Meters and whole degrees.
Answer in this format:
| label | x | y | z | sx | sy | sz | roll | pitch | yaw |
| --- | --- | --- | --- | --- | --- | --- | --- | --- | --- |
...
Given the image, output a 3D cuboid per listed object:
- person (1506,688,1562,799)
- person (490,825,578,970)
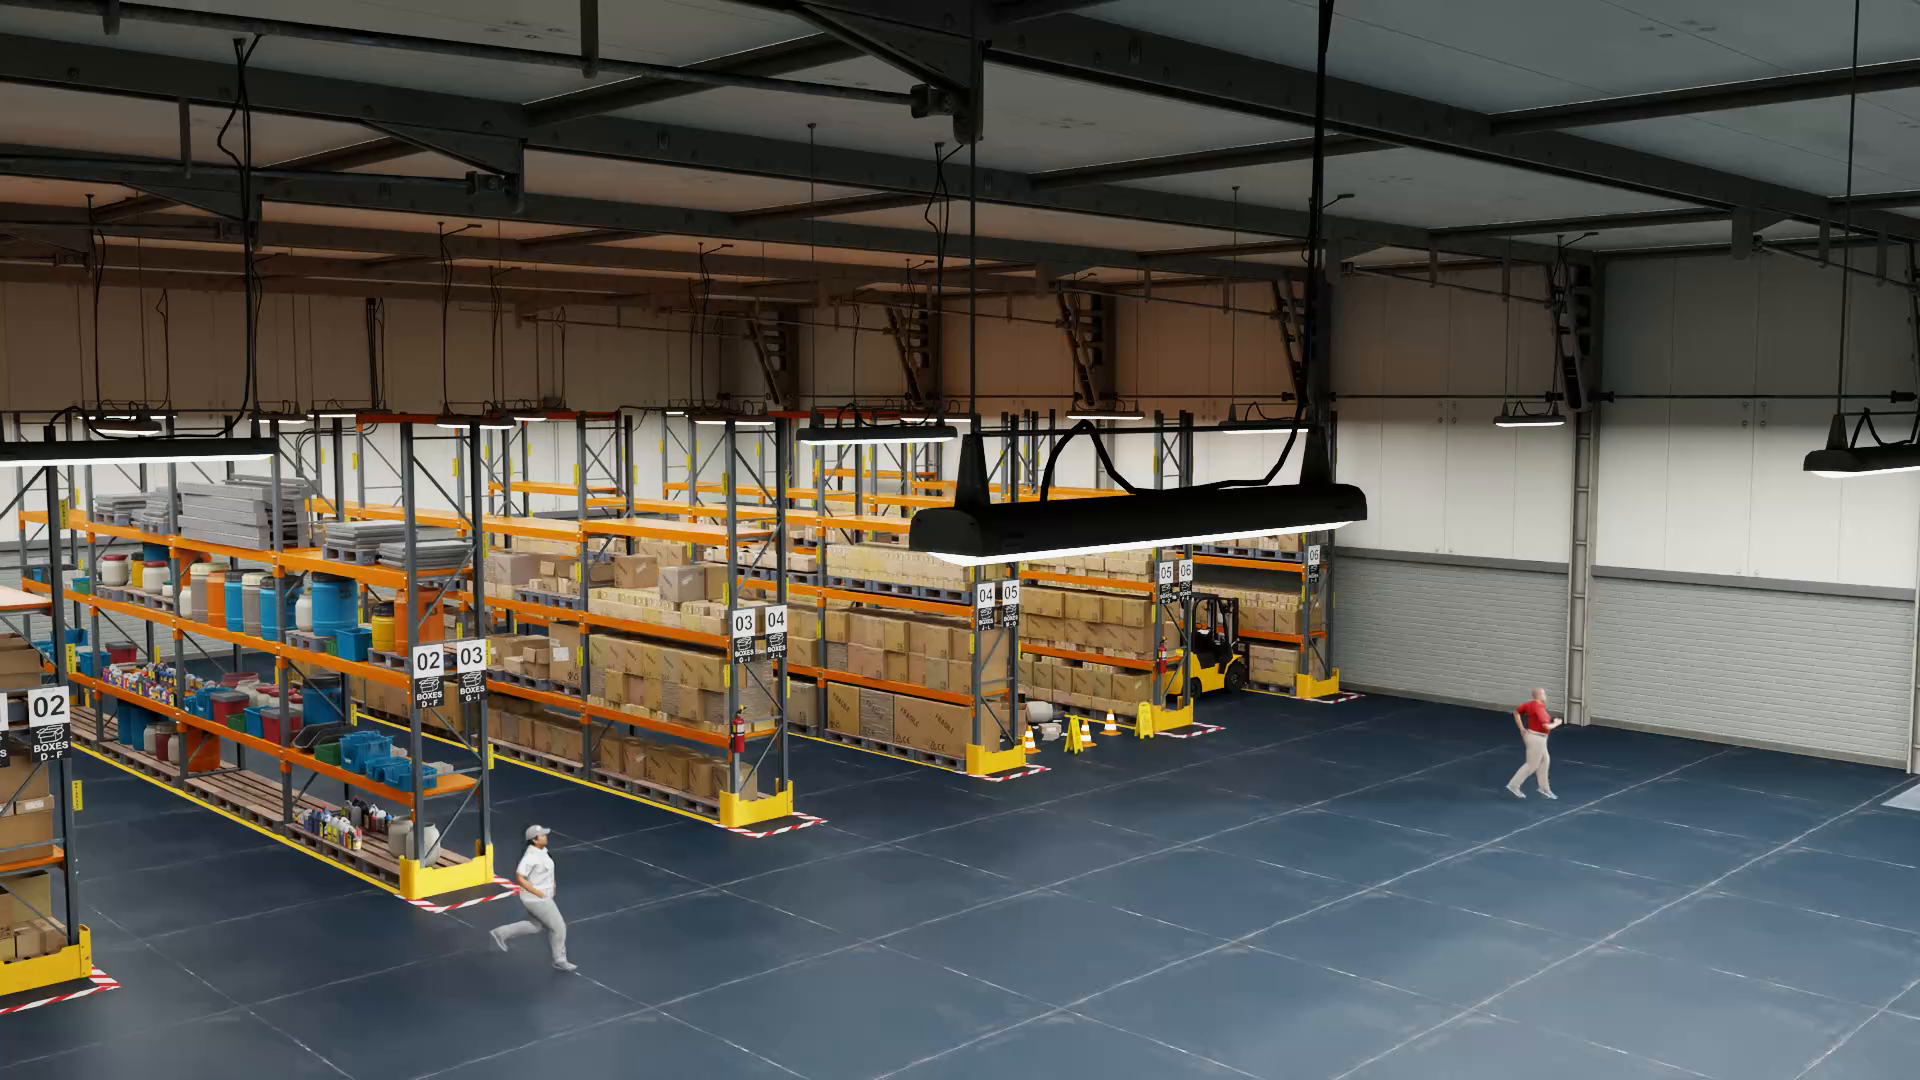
| label | x | y | z | sx | sy | sz | roll | pitch | yaw |
| --- | --- | --- | --- | --- | --- | --- | --- | --- | --- |
| person | 8.990 | 3.205 | 26.049 | 0.848 | 1.792 | 0.645 | 0 | 5 | 2 |
| person | -4.678 | 3.958 | 18.318 | 0.889 | 1.664 | 0.591 | -1 | 5 | -15 |
